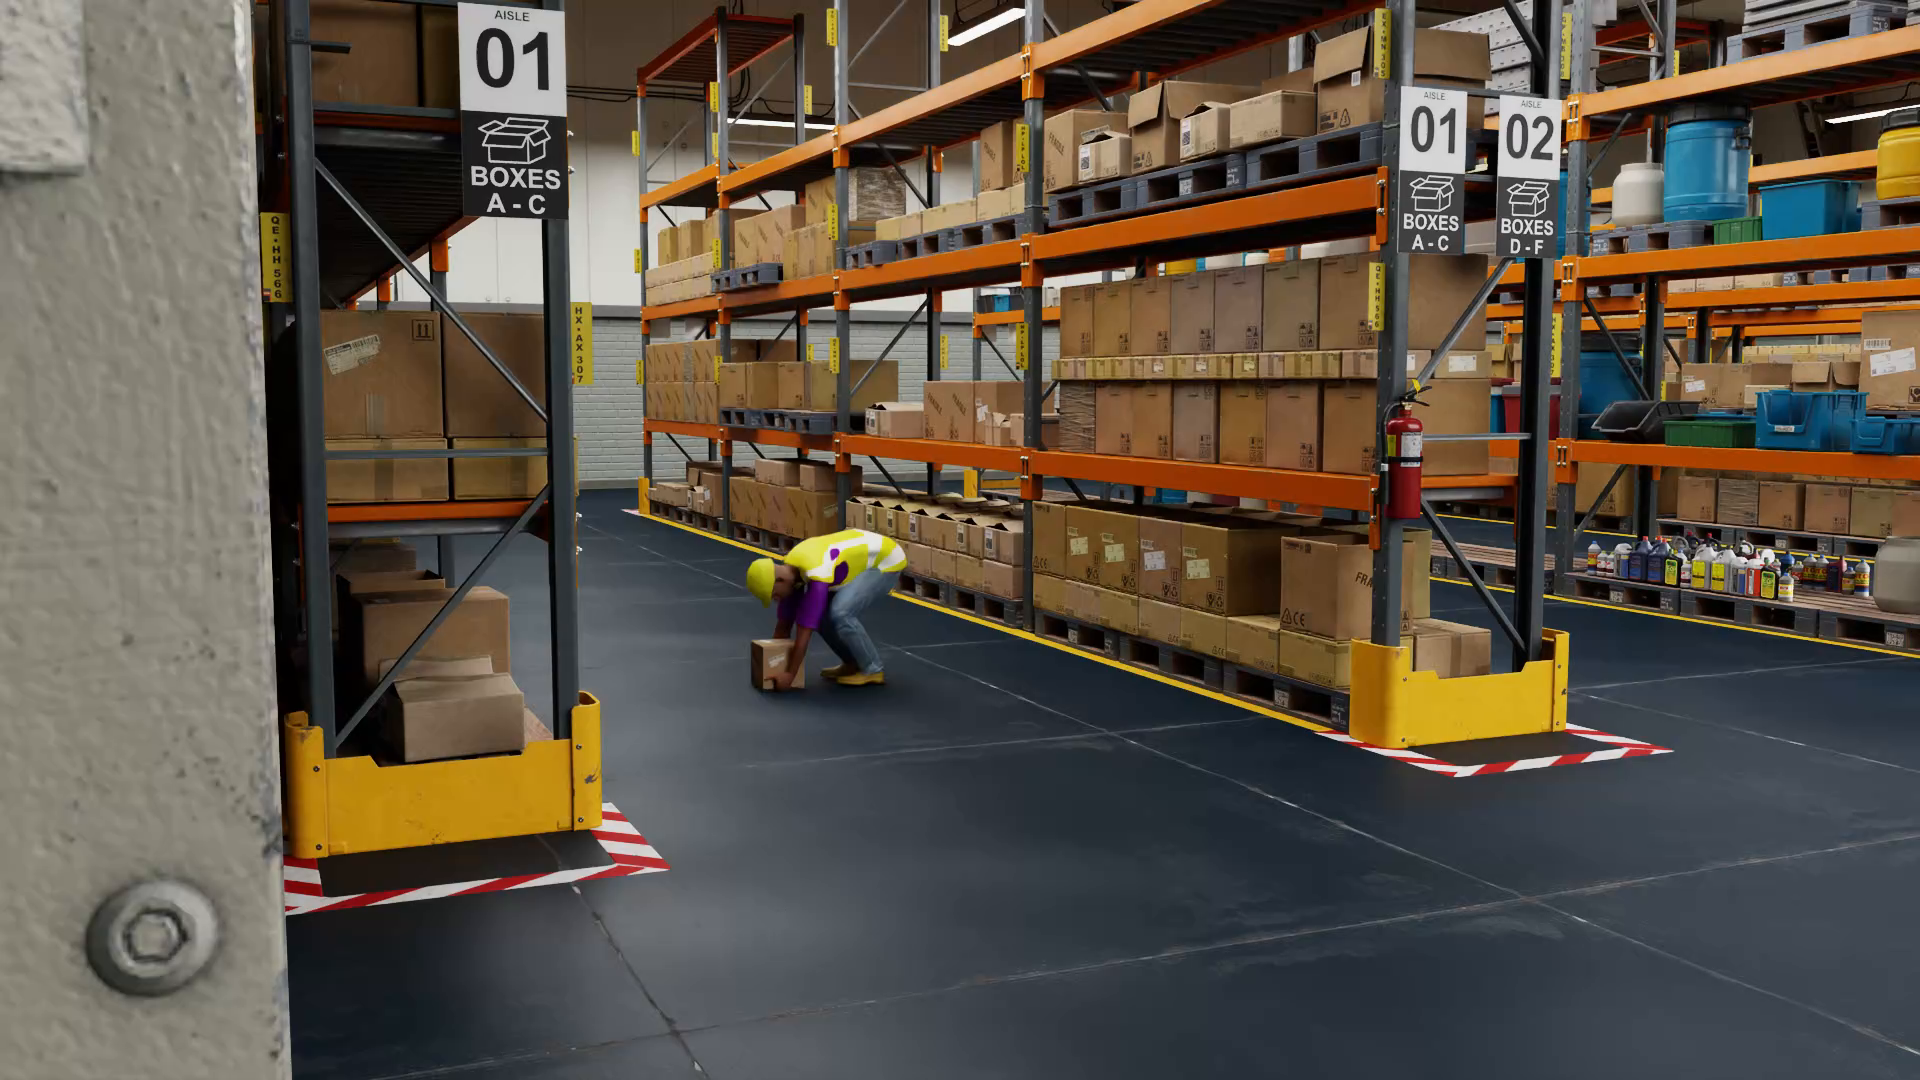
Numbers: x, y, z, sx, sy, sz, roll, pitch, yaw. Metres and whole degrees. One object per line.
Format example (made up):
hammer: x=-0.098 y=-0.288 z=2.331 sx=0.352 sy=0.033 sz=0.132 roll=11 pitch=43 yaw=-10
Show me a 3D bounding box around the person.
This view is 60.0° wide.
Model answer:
person: x=-0.792 y=0.404 z=9.848 sx=0.976 sy=0.915 sz=0.509 roll=-3 pitch=6 yaw=-26
